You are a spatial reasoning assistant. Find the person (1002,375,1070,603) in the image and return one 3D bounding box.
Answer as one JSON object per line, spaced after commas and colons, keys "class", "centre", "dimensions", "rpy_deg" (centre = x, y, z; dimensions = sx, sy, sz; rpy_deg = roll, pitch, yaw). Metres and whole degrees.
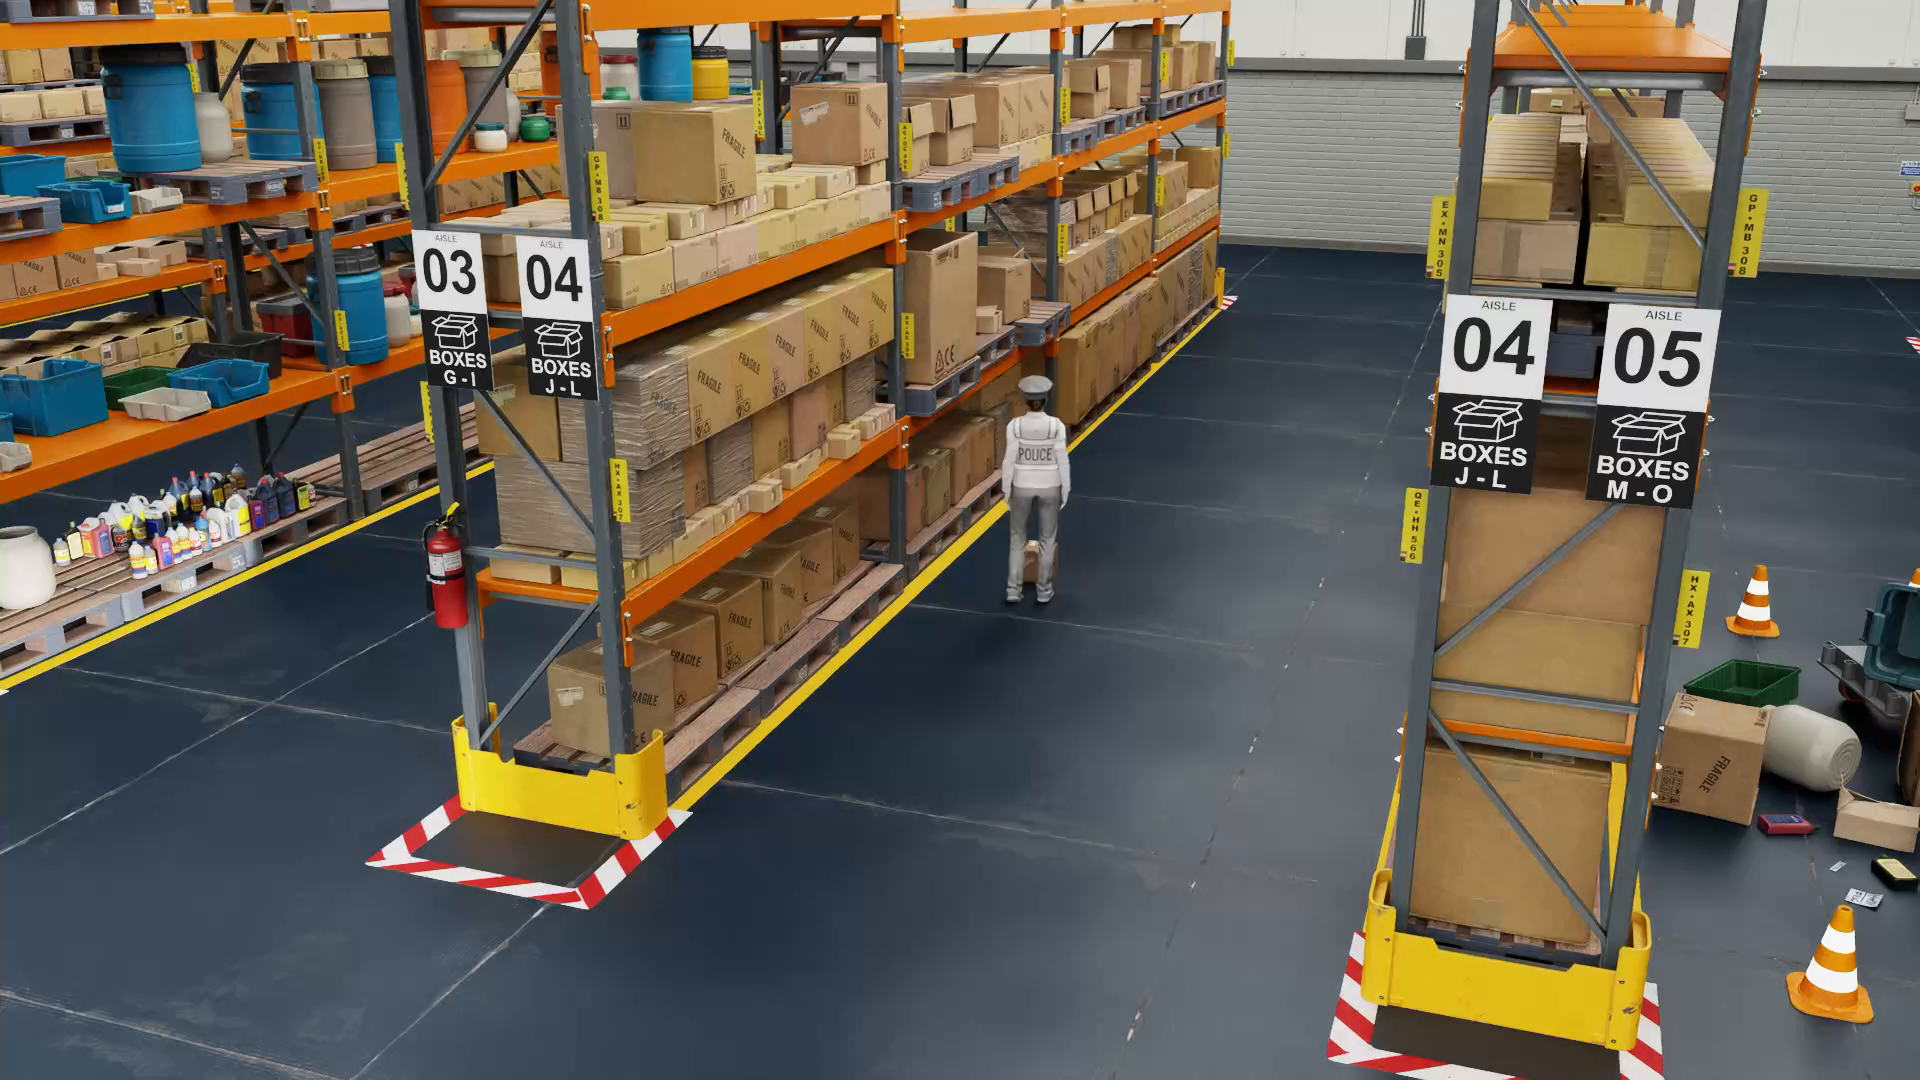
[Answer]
{"class": "person", "centre": [0.555, -0.337, 12.097], "dimensions": [0.495, 1.729, 0.335], "rpy_deg": [2, 19, 5]}
